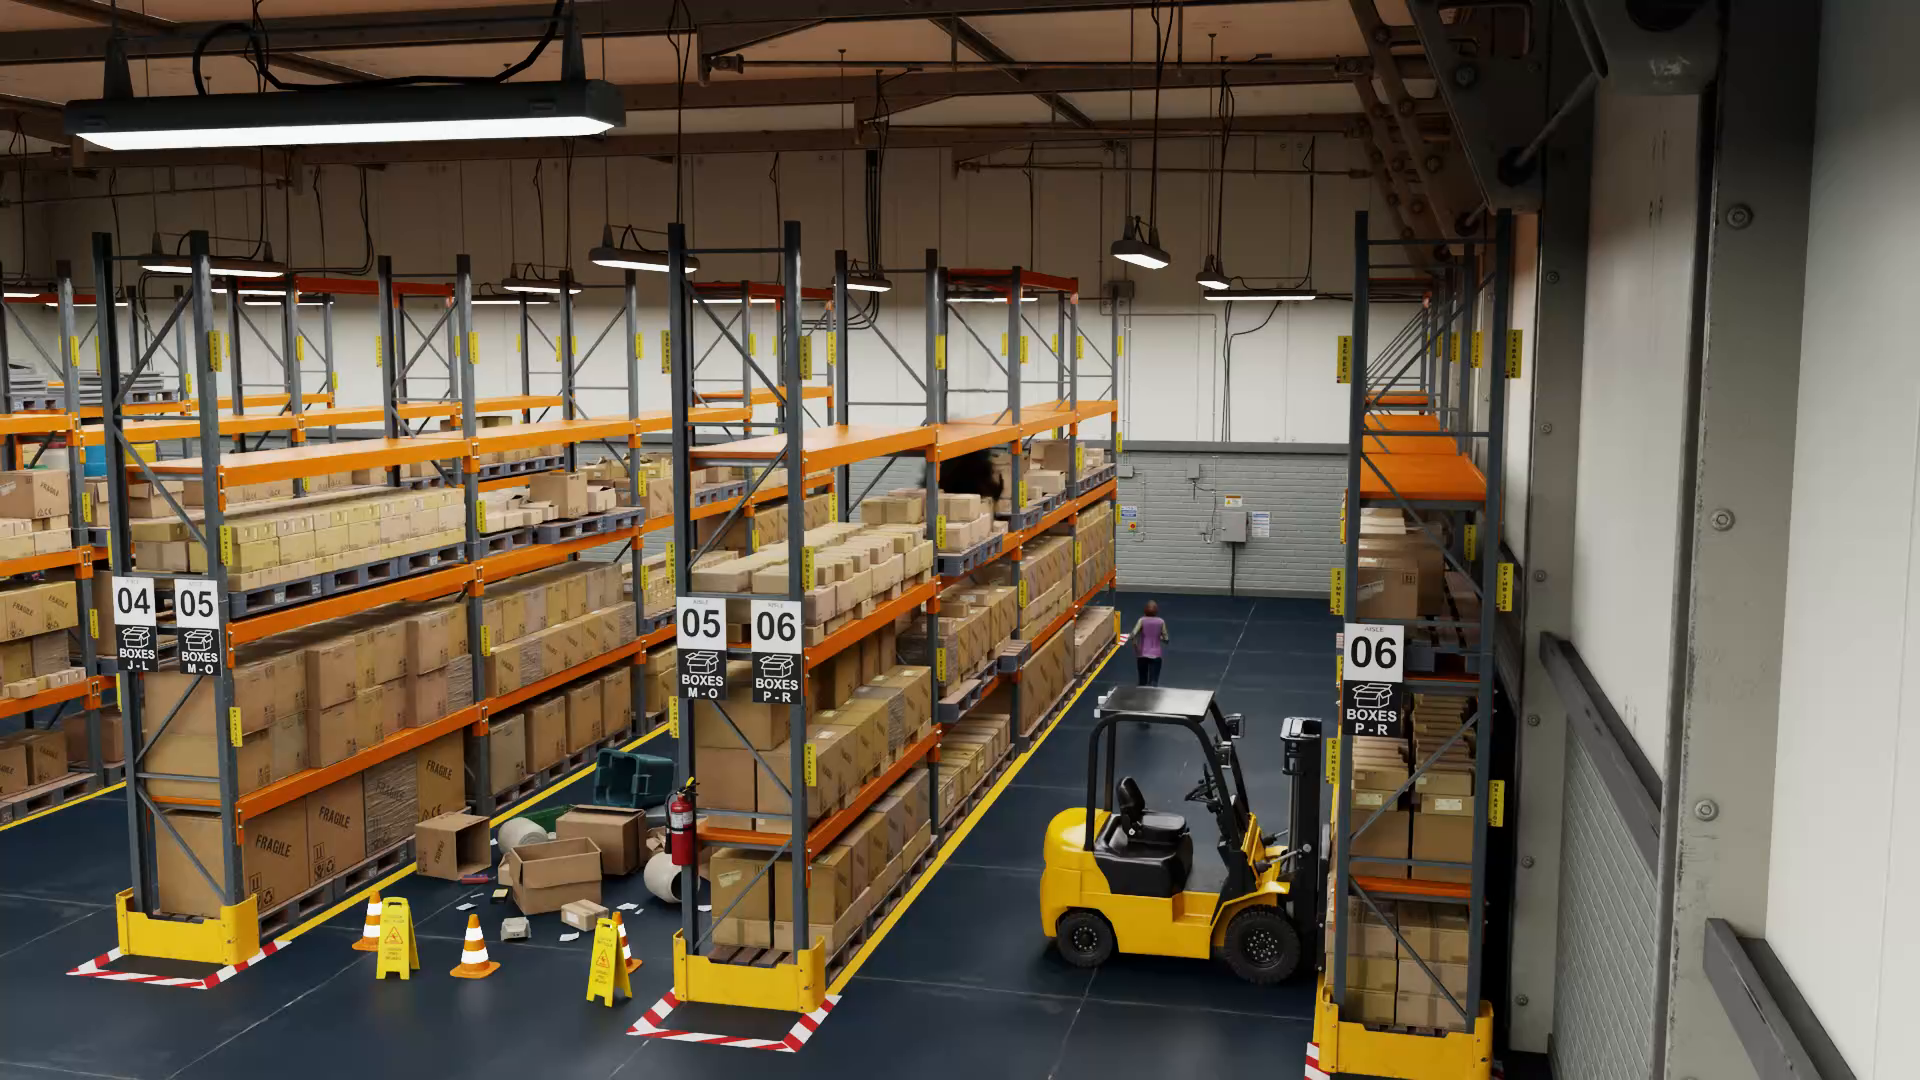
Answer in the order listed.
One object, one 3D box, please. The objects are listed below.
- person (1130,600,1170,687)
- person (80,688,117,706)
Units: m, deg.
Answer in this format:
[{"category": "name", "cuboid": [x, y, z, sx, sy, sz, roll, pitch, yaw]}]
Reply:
[{"category": "person", "cuboid": [2.568, 1.628, 22.493, 0.529, 1.632, 0.796, 1, 7, 7]}, {"category": "person", "cuboid": [-12.211, 1.427, 23.638, 0.604, 1.705, 0.884, 1, 7, 5]}]
